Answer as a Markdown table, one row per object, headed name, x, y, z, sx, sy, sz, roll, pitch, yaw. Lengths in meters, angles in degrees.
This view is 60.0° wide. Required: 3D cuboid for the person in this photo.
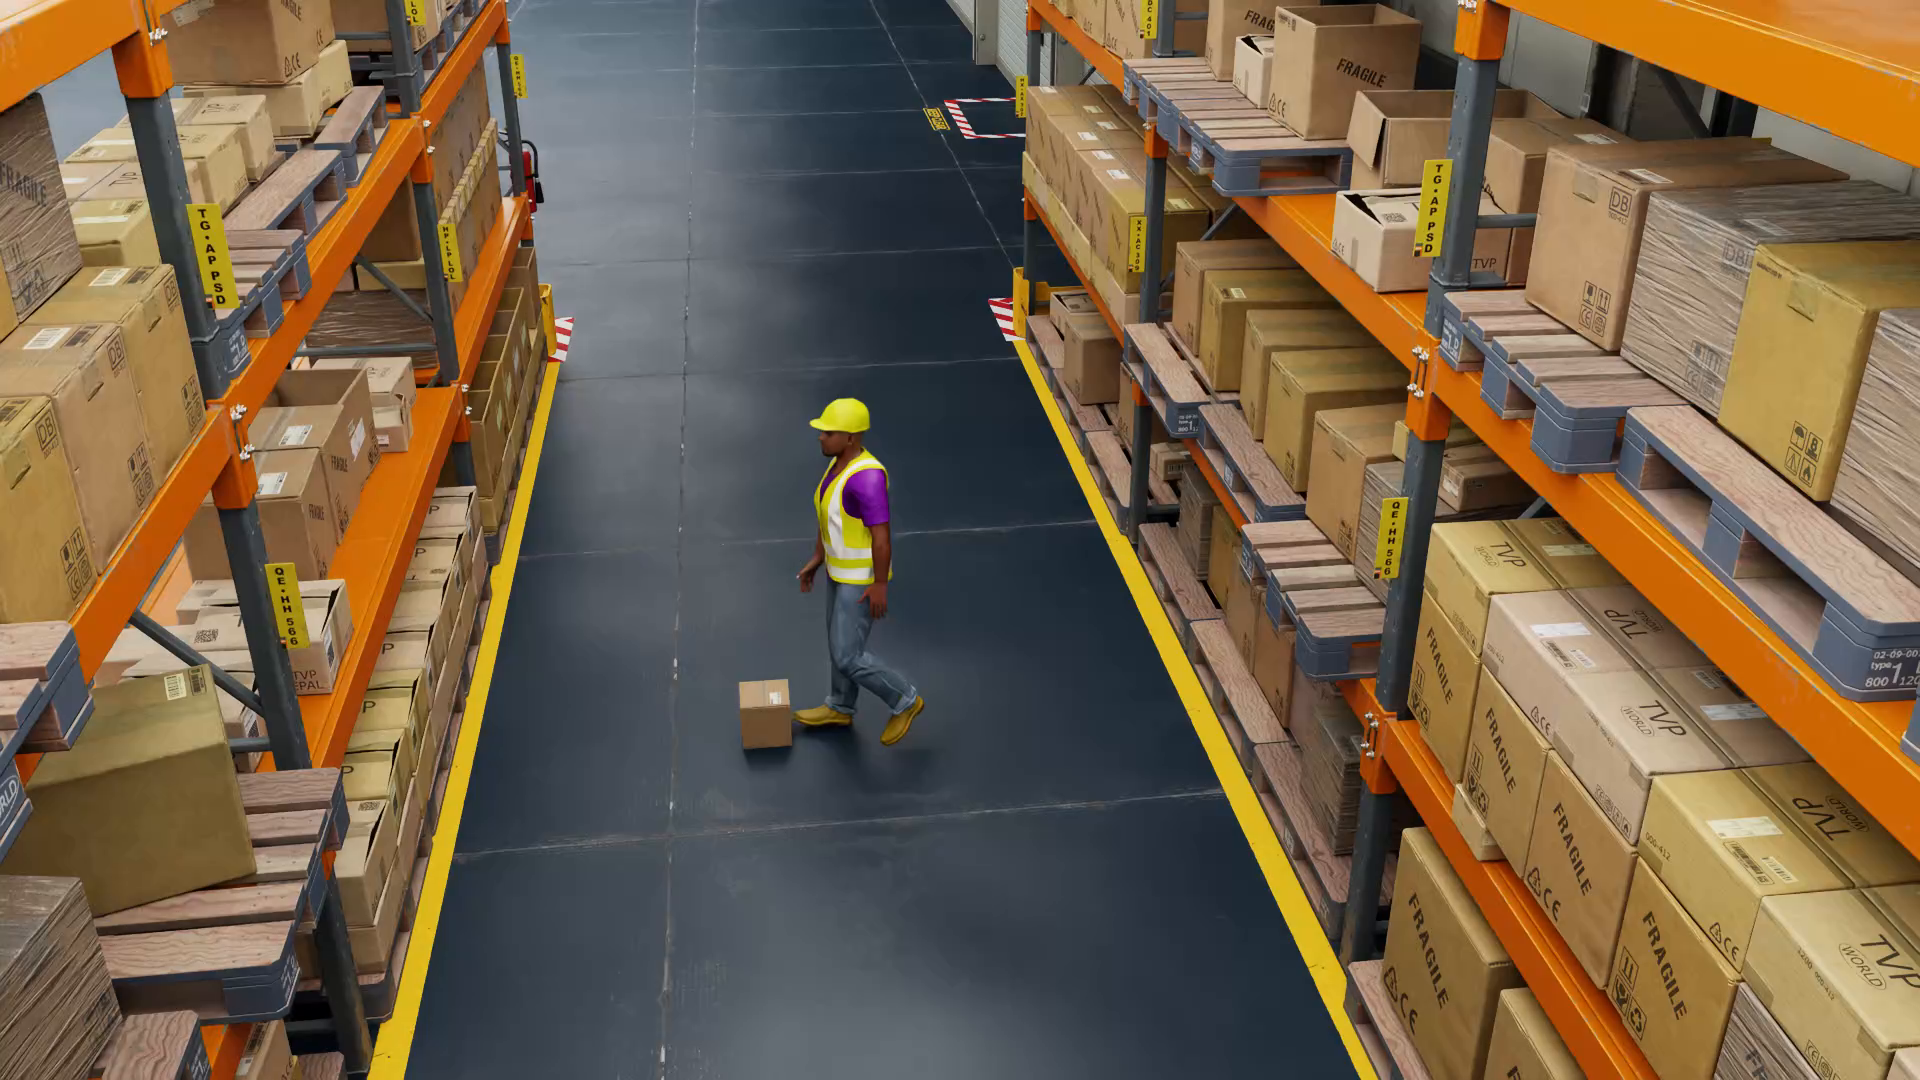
| name | x | y | z | sx | sy | sz | roll | pitch | yaw |
| --- | --- | --- | --- | --- | --- | --- | --- | --- | --- |
| person | -0.538 | 0.168 | 8.229 | 0.642 | 1.773 | 0.639 | -6 | 28 | -12 |
